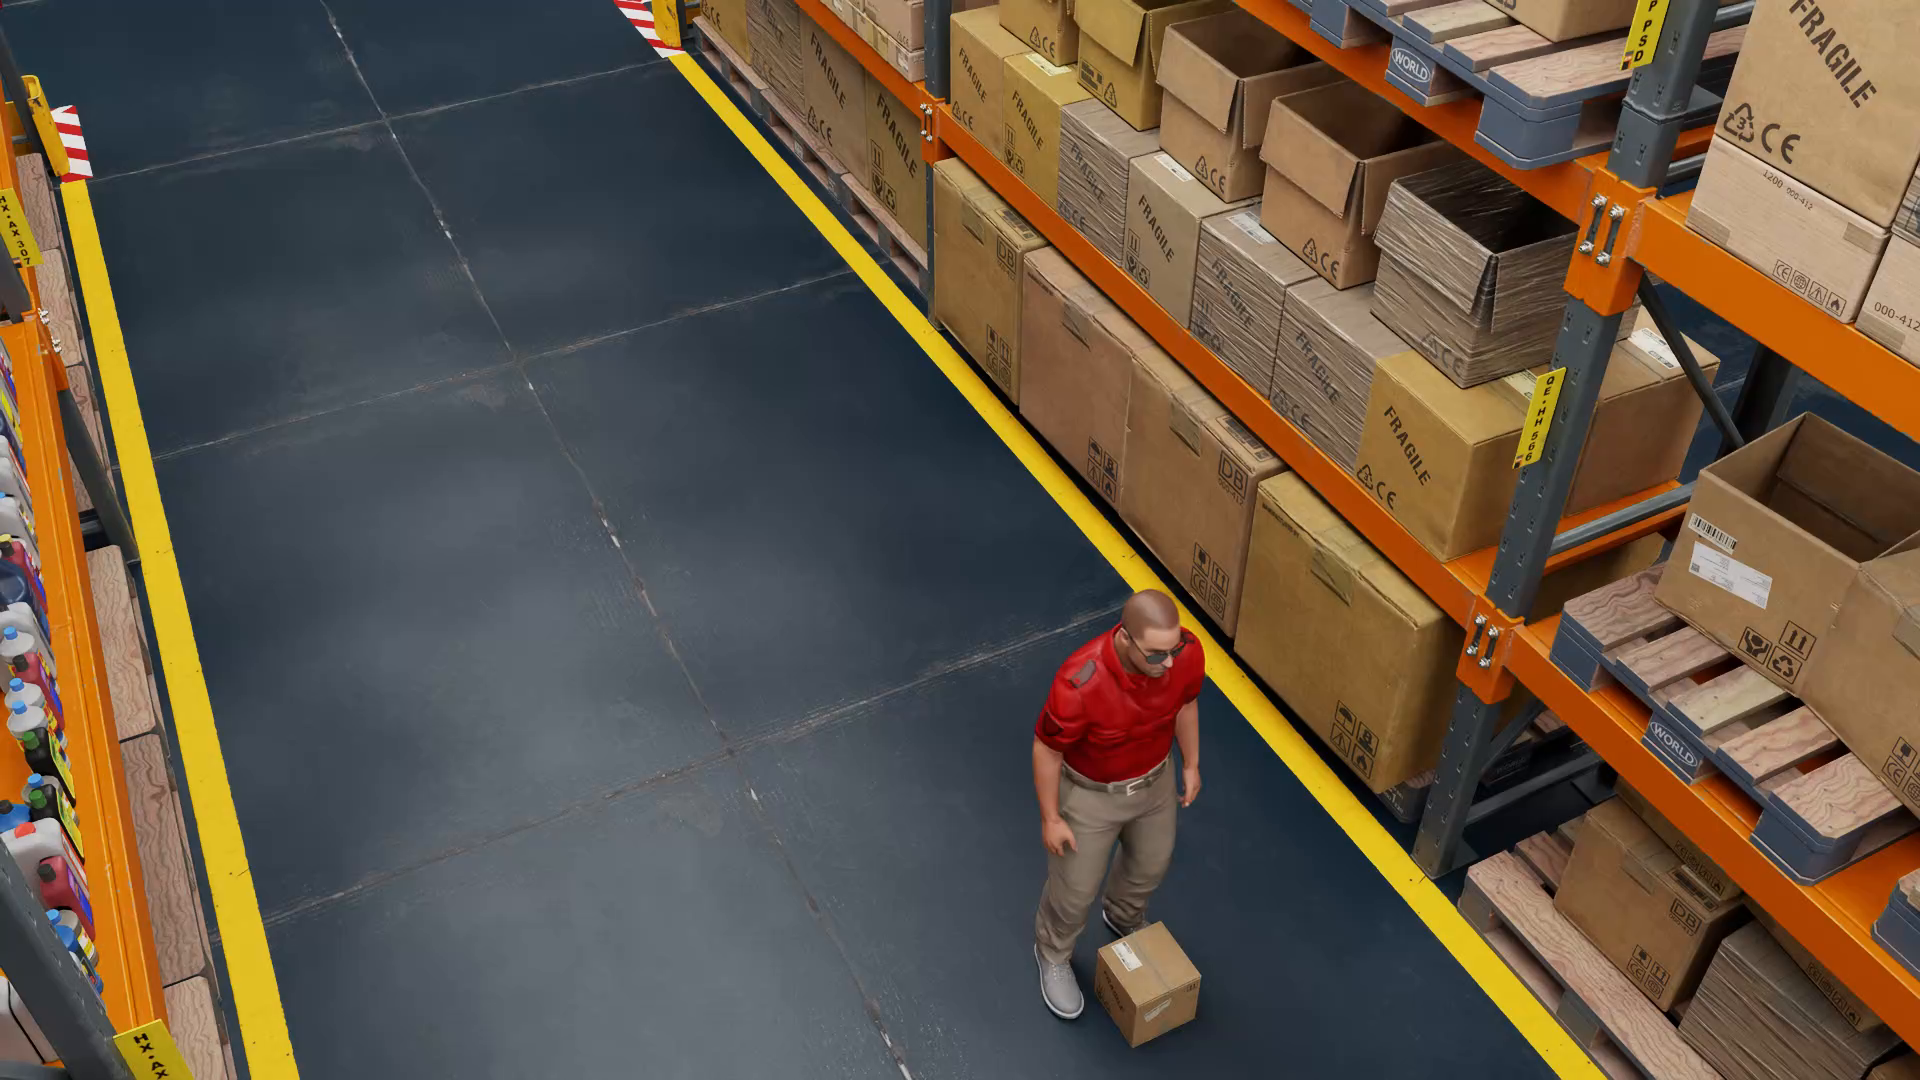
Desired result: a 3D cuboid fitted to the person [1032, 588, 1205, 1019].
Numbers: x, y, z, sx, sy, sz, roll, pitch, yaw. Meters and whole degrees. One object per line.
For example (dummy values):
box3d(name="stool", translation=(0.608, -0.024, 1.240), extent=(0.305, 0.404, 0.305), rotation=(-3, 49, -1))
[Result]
box3d(name="person", translation=(0.501, 0.790, 5.260), extent=(0.586, 1.727, 0.393), rotation=(-18, 44, -20))
